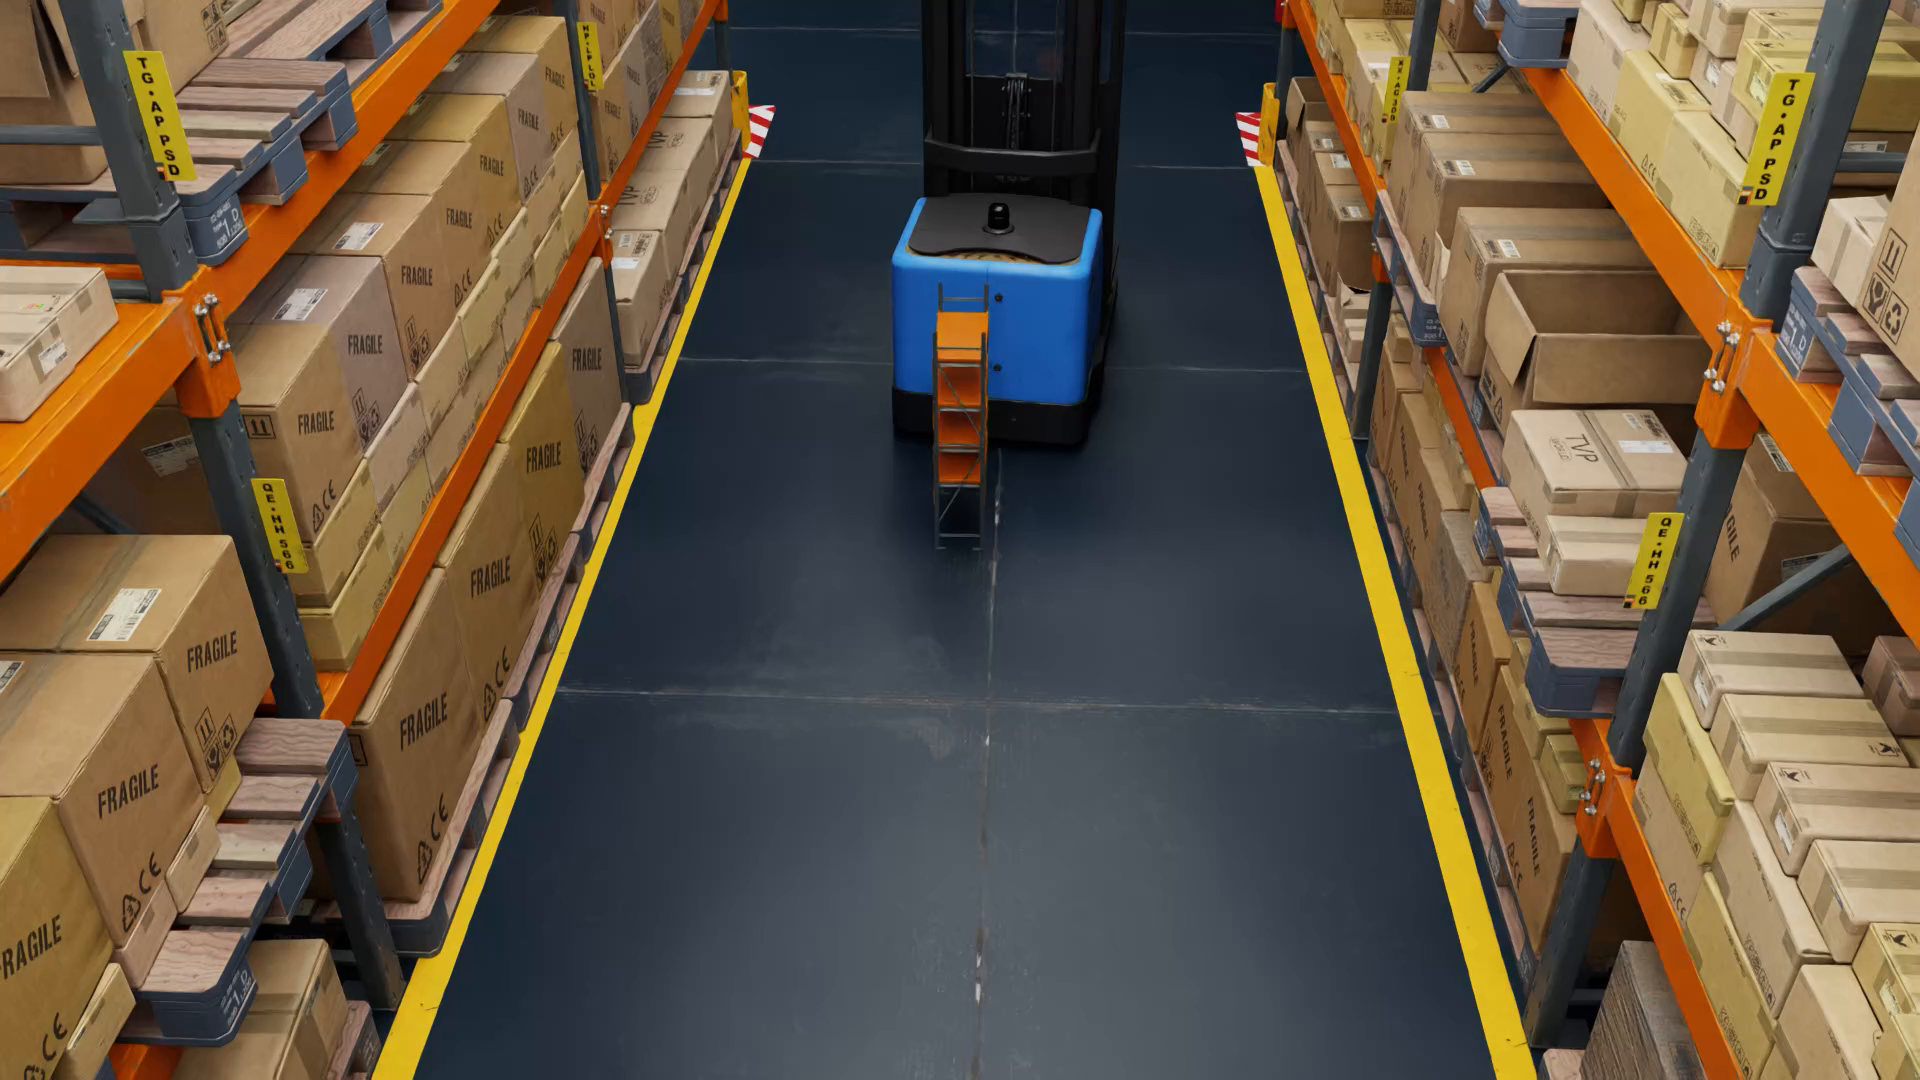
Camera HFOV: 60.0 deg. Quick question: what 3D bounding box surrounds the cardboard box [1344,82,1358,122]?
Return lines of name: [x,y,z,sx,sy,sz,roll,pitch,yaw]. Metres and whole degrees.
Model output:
cardboard box: [2.386,-2.473,9.378,0.380,0.149,0.250,1,35,1]

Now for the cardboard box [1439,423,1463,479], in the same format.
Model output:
cardboard box: [2.373,-0.394,7.447,0.380,0.149,0.250,1,35,2]

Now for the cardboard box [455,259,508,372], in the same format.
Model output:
cardboard box: [-2.135,-0.906,6.626,0.500,0.250,0.500,2,35,3]

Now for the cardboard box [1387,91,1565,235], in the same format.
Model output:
cardboard box: [2.388,-1.729,7.649,0.700,0.500,0.500,2,35,3]

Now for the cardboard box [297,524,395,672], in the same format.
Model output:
cardboard box: [-2.219,0.183,5.512,0.500,0.250,0.500,1,35,1]

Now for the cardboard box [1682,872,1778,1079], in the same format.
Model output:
cardboard box: [2.183,1.109,4.194,0.500,0.250,0.500,1,35,1]

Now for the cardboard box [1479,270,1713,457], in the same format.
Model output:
cardboard box: [2.351,-0.647,6.107,0.797,0.503,0.637,1,35,1]

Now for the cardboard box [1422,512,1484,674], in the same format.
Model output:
cardboard box: [2.324,0.225,7.130,0.500,0.500,0.500,0,35,0]

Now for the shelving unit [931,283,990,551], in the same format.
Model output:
shelving unit: [0.007,-0.586,8.040,0.258,1.200,0.503,1,35,2]

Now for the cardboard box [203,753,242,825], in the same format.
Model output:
cardboard box: [-2.206,0.677,4.531,0.380,0.149,0.250,2,35,3]

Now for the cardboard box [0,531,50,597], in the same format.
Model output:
cardboard box: [-2.739,0.315,4.482,0.500,0.500,0.500,0,35,1]

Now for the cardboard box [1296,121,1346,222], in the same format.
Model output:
cardboard box: [2.599,-2.397,10.860,0.700,0.500,0.500,3,35,4]

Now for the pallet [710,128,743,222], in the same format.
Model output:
pallet: [-2.122,-2.598,11.763,1.003,0.211,1.213,1,35,2]

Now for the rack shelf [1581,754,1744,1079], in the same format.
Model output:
rack shelf: [2.390,1.952,3.489,1.077,0.370,4.000,1,35,2]

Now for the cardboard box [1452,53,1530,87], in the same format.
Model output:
cardboard box: [2.934,-2.416,8.951,0.500,0.250,0.500,1,35,1]

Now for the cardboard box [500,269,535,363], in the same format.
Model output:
cardboard box: [-2.156,-0.995,7.187,0.500,0.250,0.500,0,35,1]

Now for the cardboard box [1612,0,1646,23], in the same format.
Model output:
cardboard box: [2.322,-1.768,5.332,0.380,0.149,0.250,2,35,3]

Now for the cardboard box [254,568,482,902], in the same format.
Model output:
cardboard box: [-2.379,0.699,6.129,0.875,0.875,0.875,1,35,1]

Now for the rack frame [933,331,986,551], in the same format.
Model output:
rack frame: [-0.003,-0.446,7.841,0.240,1.200,0.015,1,35,2]

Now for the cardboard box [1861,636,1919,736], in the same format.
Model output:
cardboard box: [2.659,0.394,4.429,0.380,0.149,0.250,2,35,3]

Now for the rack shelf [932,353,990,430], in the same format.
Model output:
rack shelf: [0.007,-0.714,7.950,0.258,0.148,0.480,1,35,2]

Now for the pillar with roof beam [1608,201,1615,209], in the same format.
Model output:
pillar with roof beam: [-0.742,-4.722,7.143,9.100,9.000,0.400,1,35,2]

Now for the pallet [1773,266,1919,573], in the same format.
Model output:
pallet: [2.532,-0.249,3.551,1.213,0.211,1.003,3,35,4]

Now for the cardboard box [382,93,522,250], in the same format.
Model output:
cardboard box: [-2.149,-1.501,6.820,0.500,0.500,0.500,2,35,3]

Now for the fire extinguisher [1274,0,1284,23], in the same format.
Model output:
fire extinguisher: [2.336,-3.998,11.722,0.296,0.674,0.183,1,35,2]

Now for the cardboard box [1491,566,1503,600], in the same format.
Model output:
cardboard box: [2.337,0.203,6.597,0.380,0.149,0.250,1,35,1]

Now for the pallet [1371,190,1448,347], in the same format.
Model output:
pallet: [2.490,-1.254,7.592,1.003,0.211,1.213,1,35,2]

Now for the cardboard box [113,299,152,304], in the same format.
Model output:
cardboard box: [-2.718,-0.651,5.612,0.500,0.500,0.500,2,35,3]

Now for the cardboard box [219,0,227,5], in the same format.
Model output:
cardboard box: [-2.709,-2.063,5.515,0.500,0.500,0.500,2,35,2]

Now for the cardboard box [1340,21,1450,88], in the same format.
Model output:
cardboard box: [2.446,-2.722,9.386,0.500,0.250,0.500,1,35,2]

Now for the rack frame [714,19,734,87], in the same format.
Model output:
rack frame: [-2.168,-4.200,11.617,1.000,3.000,0.127,1,35,2]

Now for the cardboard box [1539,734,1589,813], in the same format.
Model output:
cardboard box: [2.237,0.805,5.740,0.380,0.149,0.250,0,35,0]

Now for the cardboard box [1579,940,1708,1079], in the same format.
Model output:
cardboard box: [2.431,1.667,4.970,0.875,0.625,0.625,2,35,3]

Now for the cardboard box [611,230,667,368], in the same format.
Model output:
cardboard box: [-2.197,-1.383,9.473,0.875,0.438,0.875,1,35,1]

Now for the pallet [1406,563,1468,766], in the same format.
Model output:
pallet: [2.590,0.523,7.323,1.003,0.211,1.213,1,35,2]

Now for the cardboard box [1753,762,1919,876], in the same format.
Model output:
cardboard box: [2.169,0.681,4.022,0.380,0.149,0.250,2,35,3]

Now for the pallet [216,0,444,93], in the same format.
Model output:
pallet: [-2.475,-1.767,5.711,1.003,0.211,1.213,3,35,4]

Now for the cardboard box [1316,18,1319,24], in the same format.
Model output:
cardboard box: [2.493,-3.359,10.639,0.380,0.149,0.250,2,35,3]

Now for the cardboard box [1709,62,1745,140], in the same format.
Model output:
cardboard box: [2.274,-1.178,4.492,0.380,0.149,0.250,1,35,1]

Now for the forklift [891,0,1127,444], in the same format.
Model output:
forklift: [0.377,-2.547,9.326,1.130,2.935,3.031,5,35,7]

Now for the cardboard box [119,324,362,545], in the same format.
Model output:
cardboard box: [-2.226,-0.331,5.156,0.500,0.500,0.500,0,35,0]

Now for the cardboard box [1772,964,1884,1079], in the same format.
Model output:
cardboard box: [2.148,1.203,3.625,0.500,0.250,0.500,0,35,1]

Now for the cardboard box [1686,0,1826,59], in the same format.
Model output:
cardboard box: [2.265,-1.448,4.619,0.380,0.149,0.250,0,35,0]

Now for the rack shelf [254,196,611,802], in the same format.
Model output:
rack shelf: [-2.409,-0.458,6.919,1.077,0.370,4.000,1,35,2]

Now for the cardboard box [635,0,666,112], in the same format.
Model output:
cardboard box: [-1.998,-2.781,9.511,0.500,0.500,0.500,2,35,2]

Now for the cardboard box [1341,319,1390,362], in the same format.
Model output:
cardboard box: [2.360,-1.121,9.351,0.380,0.149,0.250,0,35,0]

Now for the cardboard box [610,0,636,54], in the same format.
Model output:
cardboard box: [-2.041,-2.910,8.825,0.500,0.500,0.500,1,35,1]

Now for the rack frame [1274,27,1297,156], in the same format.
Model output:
rack frame: [2.791,-4.087,11.457,1.000,3.000,0.127,1,35,2]

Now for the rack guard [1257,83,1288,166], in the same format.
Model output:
rack guard: [2.788,-3.021,12.114,1.175,0.500,0.348,1,35,2]

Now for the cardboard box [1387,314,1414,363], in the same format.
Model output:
cardboard box: [2.351,-1.004,8.314,0.380,0.149,0.250,3,35,4]

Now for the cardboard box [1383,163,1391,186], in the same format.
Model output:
cardboard box: [2.391,-1.875,8.528,0.380,0.149,0.250,2,35,3]

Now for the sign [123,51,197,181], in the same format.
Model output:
sign: [-1.948,-1.028,4.046,0.100,0.325,0.005,1,35,2]
